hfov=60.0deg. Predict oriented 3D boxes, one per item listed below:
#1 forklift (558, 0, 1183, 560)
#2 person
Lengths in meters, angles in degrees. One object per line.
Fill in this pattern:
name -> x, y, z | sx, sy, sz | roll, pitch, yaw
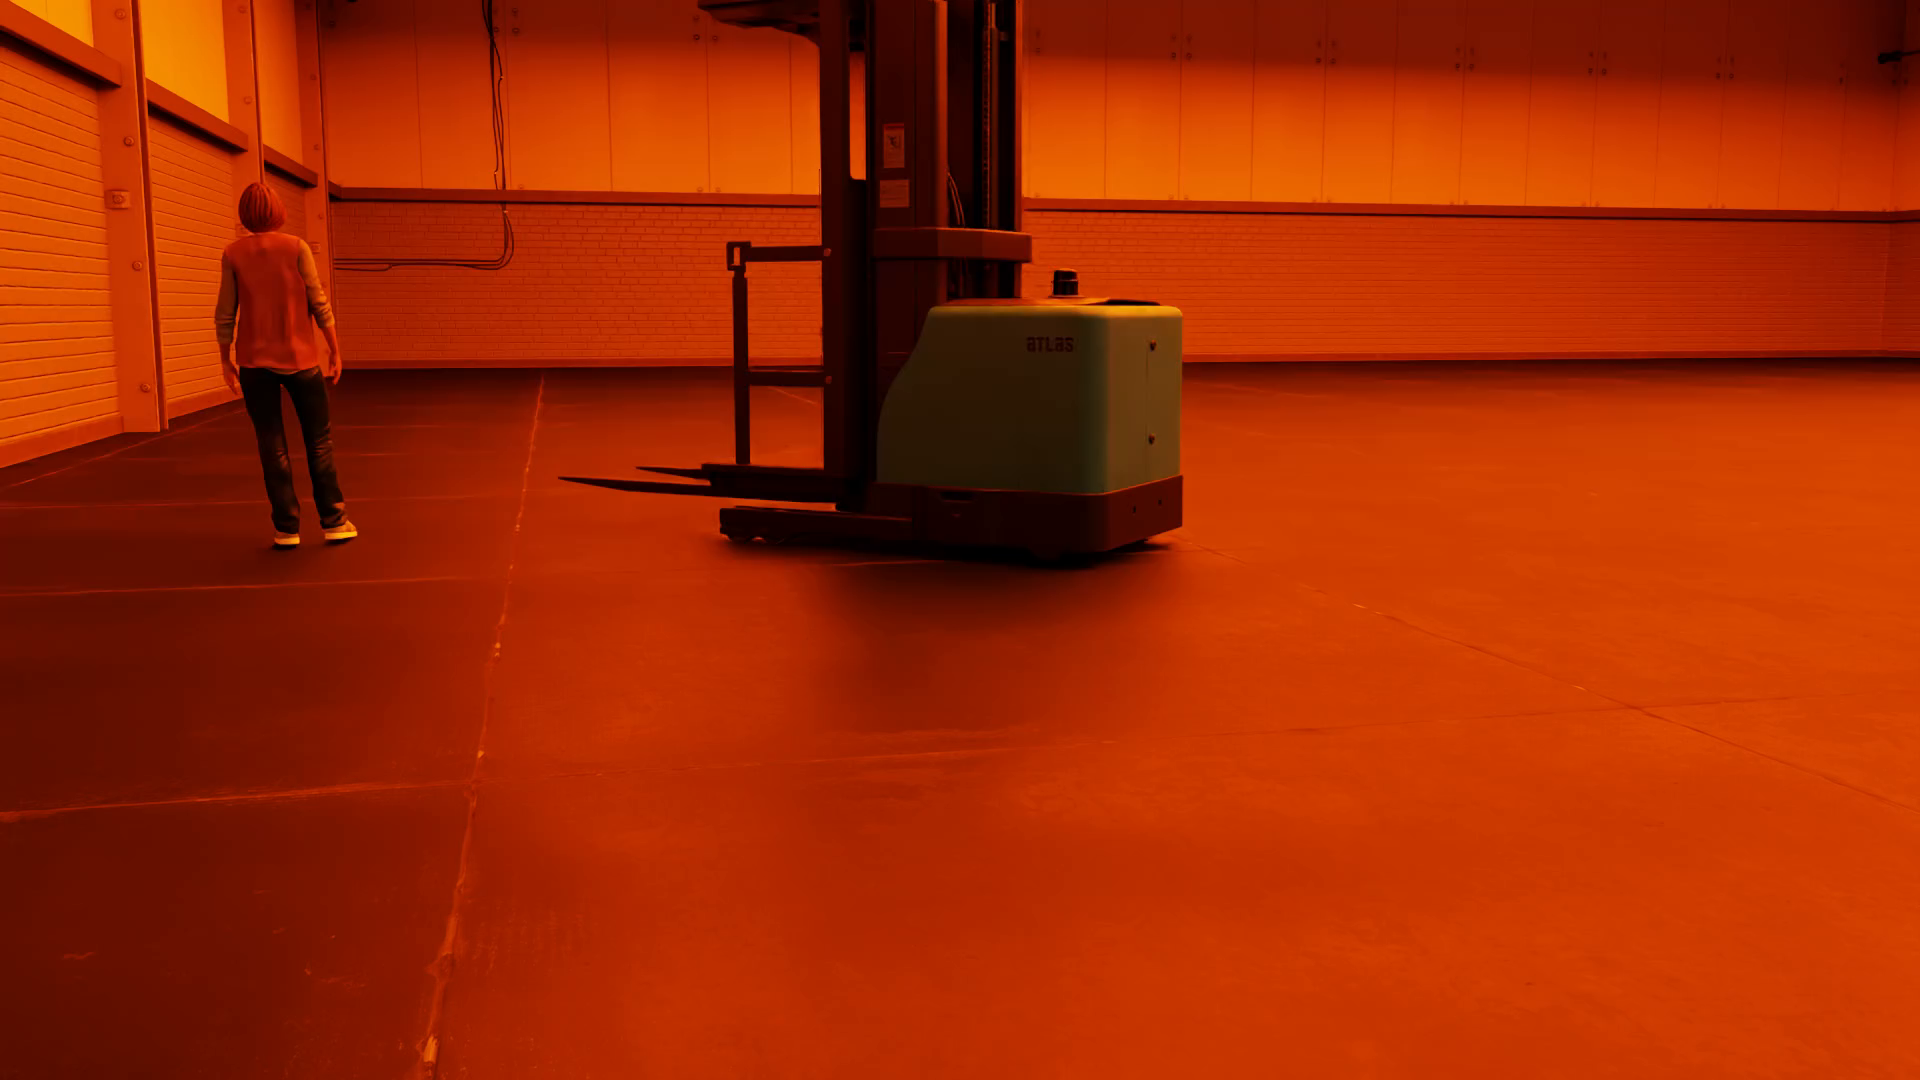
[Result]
forklift -> -0.526, -1.487, 7.754 | 3.031, 2.935, 1.130 | 4, 9, 28
person -> -3.018, -0.773, 7.421 | 0.517, 1.598, 0.476 | -2, 8, -14
